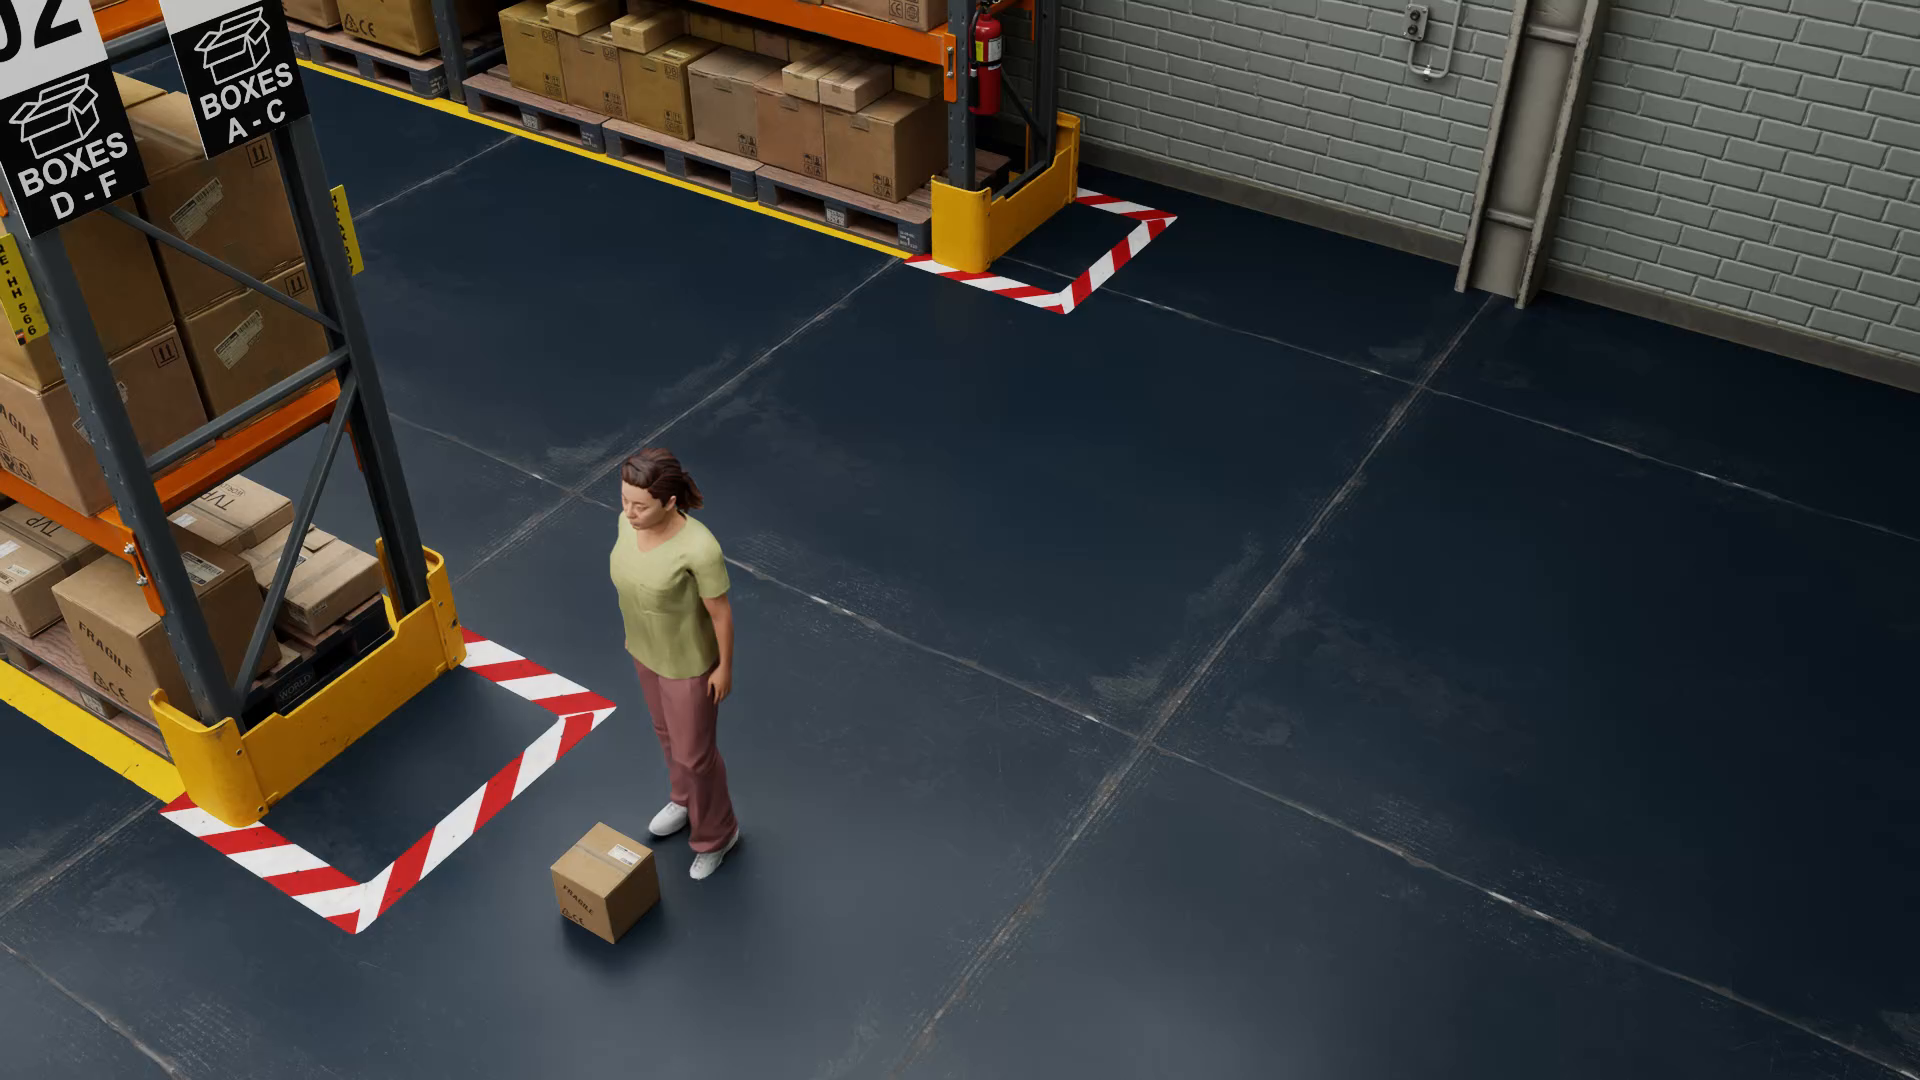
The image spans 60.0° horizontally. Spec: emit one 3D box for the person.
[{"bbox_3d":[-0.998,0.423,5.666,0.476,1.743,0.424,28,46,30],"label":"person"}]
